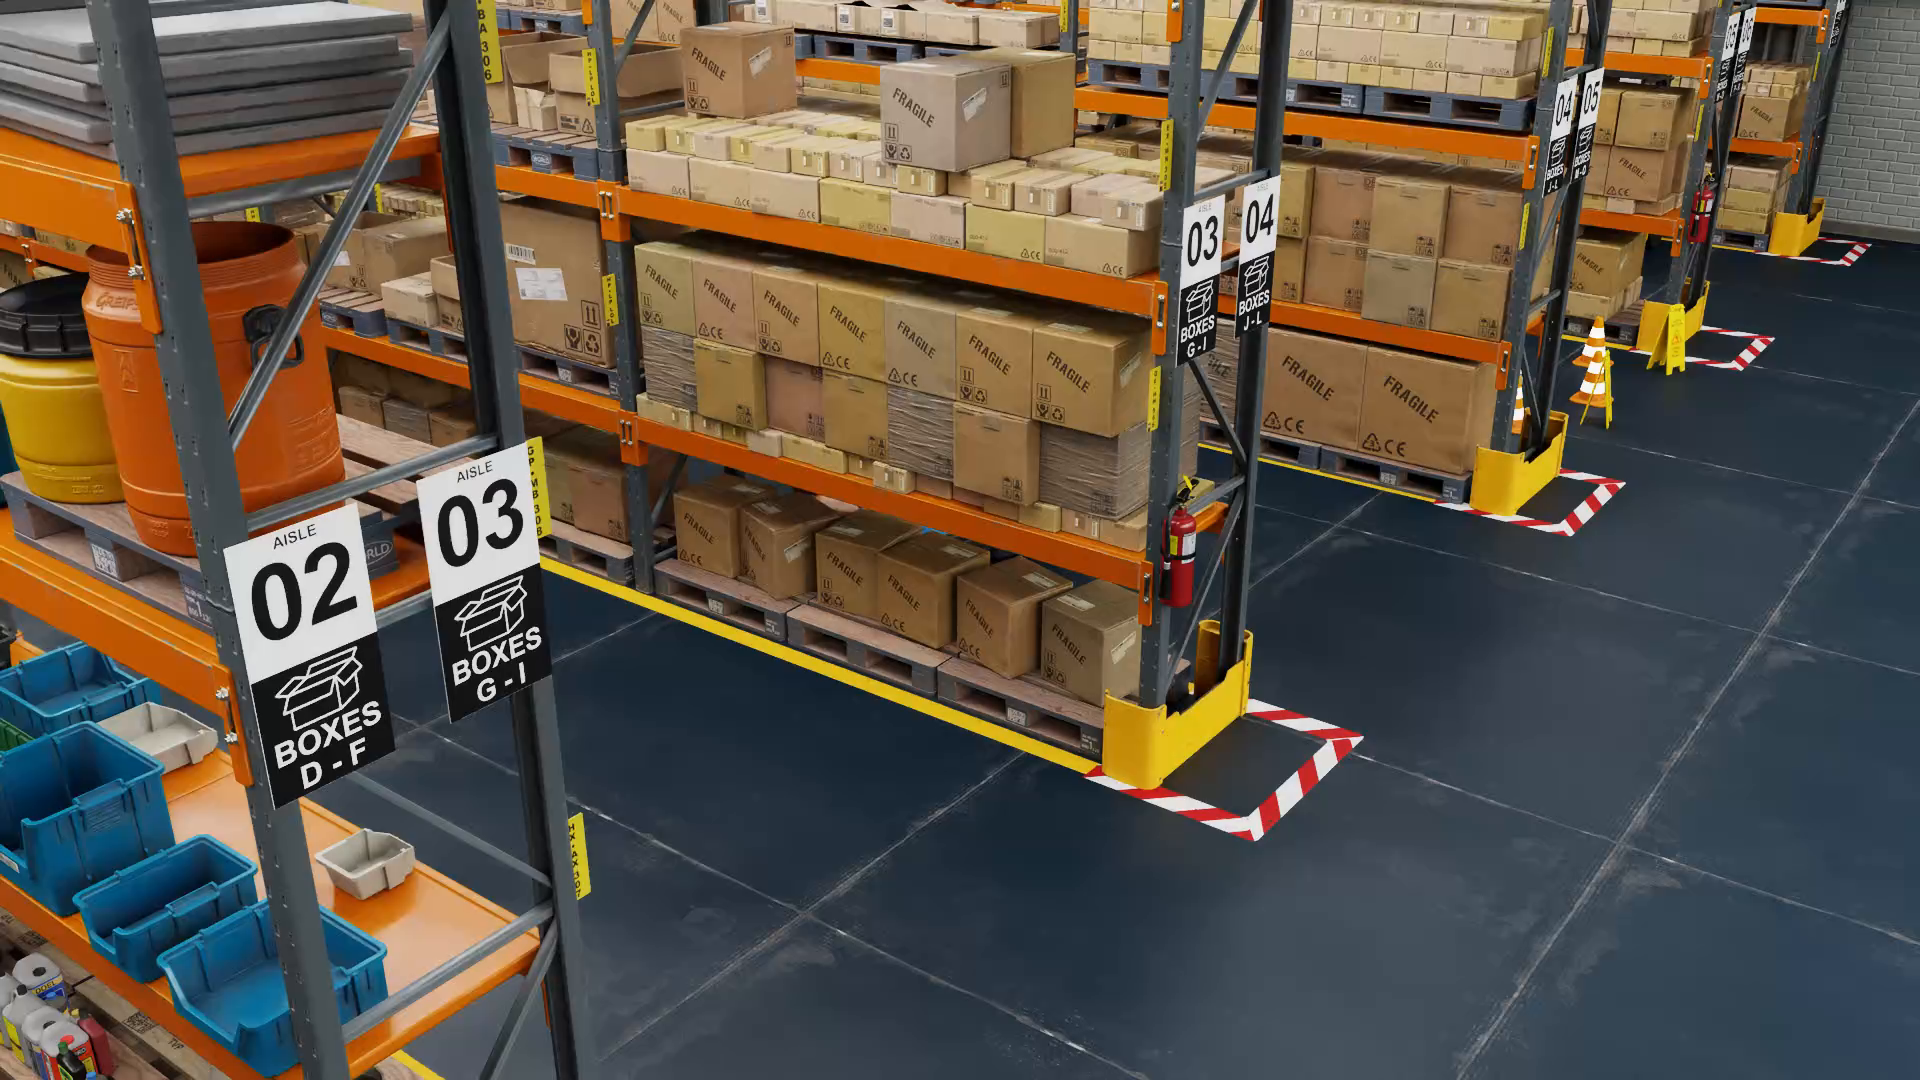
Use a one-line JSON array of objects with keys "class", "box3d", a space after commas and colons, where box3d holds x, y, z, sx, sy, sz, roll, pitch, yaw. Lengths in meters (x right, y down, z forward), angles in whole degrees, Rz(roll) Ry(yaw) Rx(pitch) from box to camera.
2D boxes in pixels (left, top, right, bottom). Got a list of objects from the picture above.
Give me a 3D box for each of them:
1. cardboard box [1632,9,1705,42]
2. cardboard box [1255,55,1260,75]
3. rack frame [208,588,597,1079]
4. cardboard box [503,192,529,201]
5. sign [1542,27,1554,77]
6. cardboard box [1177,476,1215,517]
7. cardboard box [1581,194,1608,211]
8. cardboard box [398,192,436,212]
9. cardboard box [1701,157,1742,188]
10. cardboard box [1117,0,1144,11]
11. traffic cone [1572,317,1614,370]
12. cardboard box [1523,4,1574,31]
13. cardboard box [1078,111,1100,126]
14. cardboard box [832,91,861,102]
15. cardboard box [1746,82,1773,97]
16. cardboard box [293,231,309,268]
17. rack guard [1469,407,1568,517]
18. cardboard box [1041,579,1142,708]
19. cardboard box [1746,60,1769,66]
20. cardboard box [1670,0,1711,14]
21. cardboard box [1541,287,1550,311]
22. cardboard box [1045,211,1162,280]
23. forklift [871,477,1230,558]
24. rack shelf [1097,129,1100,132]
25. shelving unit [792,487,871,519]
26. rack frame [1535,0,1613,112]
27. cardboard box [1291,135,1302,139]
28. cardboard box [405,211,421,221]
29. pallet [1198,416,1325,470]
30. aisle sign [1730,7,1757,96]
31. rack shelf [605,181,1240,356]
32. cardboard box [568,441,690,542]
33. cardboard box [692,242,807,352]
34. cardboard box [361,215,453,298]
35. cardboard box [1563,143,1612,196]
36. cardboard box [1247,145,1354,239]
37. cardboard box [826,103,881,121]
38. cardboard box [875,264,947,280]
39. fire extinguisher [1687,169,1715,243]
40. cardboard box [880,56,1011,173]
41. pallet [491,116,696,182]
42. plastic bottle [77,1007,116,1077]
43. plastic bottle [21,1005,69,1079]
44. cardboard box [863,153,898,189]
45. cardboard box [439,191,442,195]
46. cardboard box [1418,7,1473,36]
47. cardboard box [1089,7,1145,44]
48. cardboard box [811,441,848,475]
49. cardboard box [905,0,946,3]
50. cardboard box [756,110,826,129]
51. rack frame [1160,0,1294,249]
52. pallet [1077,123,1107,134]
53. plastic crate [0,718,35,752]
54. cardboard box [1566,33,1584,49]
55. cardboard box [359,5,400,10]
[{"class": "cardboard box", "box3d": [6.689, -4.875, 15.690, 0.500, 0.250, 0.500, 16, 29, 33]}, {"class": "cardboard box", "box3d": [2.476, -3.674, 12.814, 0.250, 0.149, 0.380, 17, 29, 34]}, {"class": "rack frame", "box3d": [-1.654, 1.398, 5.358, 0.127, 3.000, 1.000, 17, 29, 33]}, {"class": "cardboard box", "box3d": [-4.797, -3.806, 18.816, 0.500, 0.250, 0.500, 15, 28, 31]}, {"class": "sign", "box3d": [4.036, -3.346, 11.404, 0.005, 0.325, 0.100, 17, 29, 33]}, {"class": "cardboard box", "box3d": [1.232, -0.231, 9.366, 0.250, 0.149, 0.380, 17, 29, 33]}, {"class": "cardboard box", "box3d": [6.371, -3.399, 16.555, 0.250, 0.149, 0.380, 16, 29, 32]}, {"class": "cardboard box", "box3d": [-6.536, -4.070, 20.045, 0.250, 0.149, 0.380, 15, 28, 31]}, {"class": "cardboard box", "box3d": [9.266, -4.524, 20.447, 0.500, 0.250, 0.500, 17, 29, 34]}, {"class": "cardboard box", "box3d": [1.464, -4.345, 13.349, 0.250, 0.149, 0.380, 17, 29, 33]}, {"class": "traffic cone", "box3d": [6.142, -1.925, 16.044, 0.334, 0.463, 0.336, 17, 29, 33]}, {"class": "cardboard box", "box3d": [4.296, -3.820, 12.158, 0.250, 0.149, 0.380, 17, 29, 34]}, {"class": "cardboard box", "box3d": [1.612, -5.038, 19.754, 0.250, 0.149, 0.380, 17, 29, 34]}, {"class": "cardboard box", "box3d": [-1.333, -5.786, 21.847, 0.500, 0.250, 0.500, 17, 29, 33]}, {"class": "cardboard box", "box3d": [9.566, -5.388, 19.831, 0.250, 0.149, 0.380, 17, 29, 34]}, {"class": "cardboard box", "box3d": [-5.628, -2.220, 13.445, 0.500, 0.500, 0.500, 18, 29, 35]}, {"class": "rack guard", "box3d": [4.391, -0.627, 13.052, 0.348, 0.500, 1.175, 17, 29, 33]}, {"class": "cardboard box", "box3d": [0.827, 0.595, 9.759, 0.500, 0.500, 0.500, -20, 31, -38]}, {"class": "cardboard box", "box3d": [9.684, -5.762, 20.311, 0.250, 0.149, 0.380, 17, 29, 34]}, {"class": "cardboard box", "box3d": [6.812, -5.007, 15.496, 0.250, 0.149, 0.380, 17, 29, 34]}, {"class": "cardboard box", "box3d": [6.042, -2.568, 17.248, 0.500, 0.250, 0.500, 17, 29, 33]}, {"class": "cardboard box", "box3d": [0.778, -1.539, 8.489, 0.500, 0.250, 0.500, 18, 29, 34]}, {"class": "forklift", "box3d": [0.566, -1.450, 11.906, 3.031, 2.935, 1.130, -11, 26, -23]}, {"class": "rack shelf", "box3d": [2.459, -4.519, 19.679, 4.000, 0.370, 1.077, 17, 29, 33]}, {"class": "shelving unit", "box3d": [-0.823, -0.244, 11.367, 0.503, 1.200, 0.258, 5, 39, 26]}, {"class": "rack frame", "box3d": [4.372, -4.522, 11.352, 0.127, 3.000, 1.000, 17, 29, 33]}, {"class": "cardboard box", "box3d": [3.807, -4.678, 18.937, 0.250, 0.149, 0.380, 17, 29, 34]}, {"class": "cardboard box", "box3d": [-6.479, -3.944, 20.126, 0.250, 0.149, 0.380, 18, 29, 35]}, {"class": "pallet", "box3d": [2.713, -0.963, 14.175, 1.213, 0.211, 1.003, 17, 29, 33]}, {"class": "aisle sign", "box3d": [7.496, -4.672, 15.910, 0.004, 0.787, 0.394, 17, 29, 33]}, {"class": "rack shelf", "box3d": [-0.284, -1.728, 9.623, 4.000, 0.370, 1.077, 17, 29, 33]}, {"class": "cardboard box", "box3d": [-2.363, -0.381, 11.948, 0.500, 0.500, 0.700, 14, 28, 29]}, {"class": "cardboard box", "box3d": [-1.276, -1.496, 10.192, 0.500, 0.500, 0.500, 17, 29, 33]}, {"class": "cardboard box", "box3d": [-4.122, -2.152, 12.770, 0.700, 0.500, 0.500, -22, 32, -40]}, {"class": "cardboard box", "box3d": [6.263, -3.745, 16.536, 0.500, 0.500, 0.500, 17, 29, 33]}, {"class": "cardboard box", "box3d": [2.734, -2.810, 13.382, 0.500, 0.550, 0.875, 17, 29, 33]}, {"class": "cardboard box", "box3d": [-0.859, -3.857, 15.920, 0.500, 0.500, 0.700, 16, 29, 33]}, {"class": "cardboard box", "box3d": [-0.161, -1.423, 10.027, 0.500, 0.500, 0.500, 17, 29, 33]}, {"class": "fire extinguisher", "box3d": [7.075, -3.186, 15.857, 0.183, 0.674, 0.296, 17, 29, 33]}, {"class": "cardboard box", "box3d": [-0.075, -2.277, 8.864, 0.500, 0.500, 0.500, 17, 29, 33]}, {"class": "pallet", "box3d": [-2.314, -2.638, 11.030, 1.003, 0.211, 1.213, 17, 29, 33]}, {"class": "plastic bottle", "box3d": [-3.508, 2.032, 6.740, 0.133, 0.283, 0.061, 17, 29, 33]}, {"class": "plastic bottle", "box3d": [-3.683, 2.037, 6.740, 0.135, 0.276, 0.152, 16, 28, 32]}, {"class": "cardboard box", "box3d": [-0.321, -2.052, 9.157, 0.250, 0.149, 0.380, 15, 28, 31]}, {"class": "cardboard box", "box3d": [-6.175, -4.263, 20.481, 0.250, 0.149, 0.380, 18, 29, 34]}, {"class": "cardboard box", "box3d": [3.495, -3.732, 11.957, 0.250, 0.149, 0.380, 17, 29, 34]}, {"class": "cardboard box", "box3d": [1.395, -4.213, 13.544, 0.500, 0.250, 0.500, 17, 29, 34]}, {"class": "cardboard box", "box3d": [-0.684, -0.545, 10.079, 0.250, 0.149, 0.380, 17, 29, 33]}, {"class": "cardboard box", "box3d": [-0.470, -5.037, 15.473, 0.500, 0.500, 0.500, 17, 29, 33]}, {"class": "cardboard box", "box3d": [-1.039, -2.542, 10.270, 0.250, 0.149, 0.380, 15, 28, 31]}, {"class": "rack frame", "box3d": [1.317, -2.946, 7.775, 0.127, 3.000, 1.000, 17, 29, 33]}, {"class": "pallet", "box3d": [1.493, -5.107, 20.358, 1.003, 0.211, 1.213, 17, 29, 33]}, {"class": "plastic crate", "box3d": [-3.938, 0.947, 6.644, 0.662, 0.188, 0.450, 17, 29, 33]}, {"class": "cardboard box", "box3d": [6.005, -4.904, 16.251, 0.250, 0.149, 0.380, 17, 29, 33]}, {"class": "cardboard box", "box3d": [-4.553, -3.747, 12.571, 0.500, 0.500, 0.500, 18, 29, 35]}]
